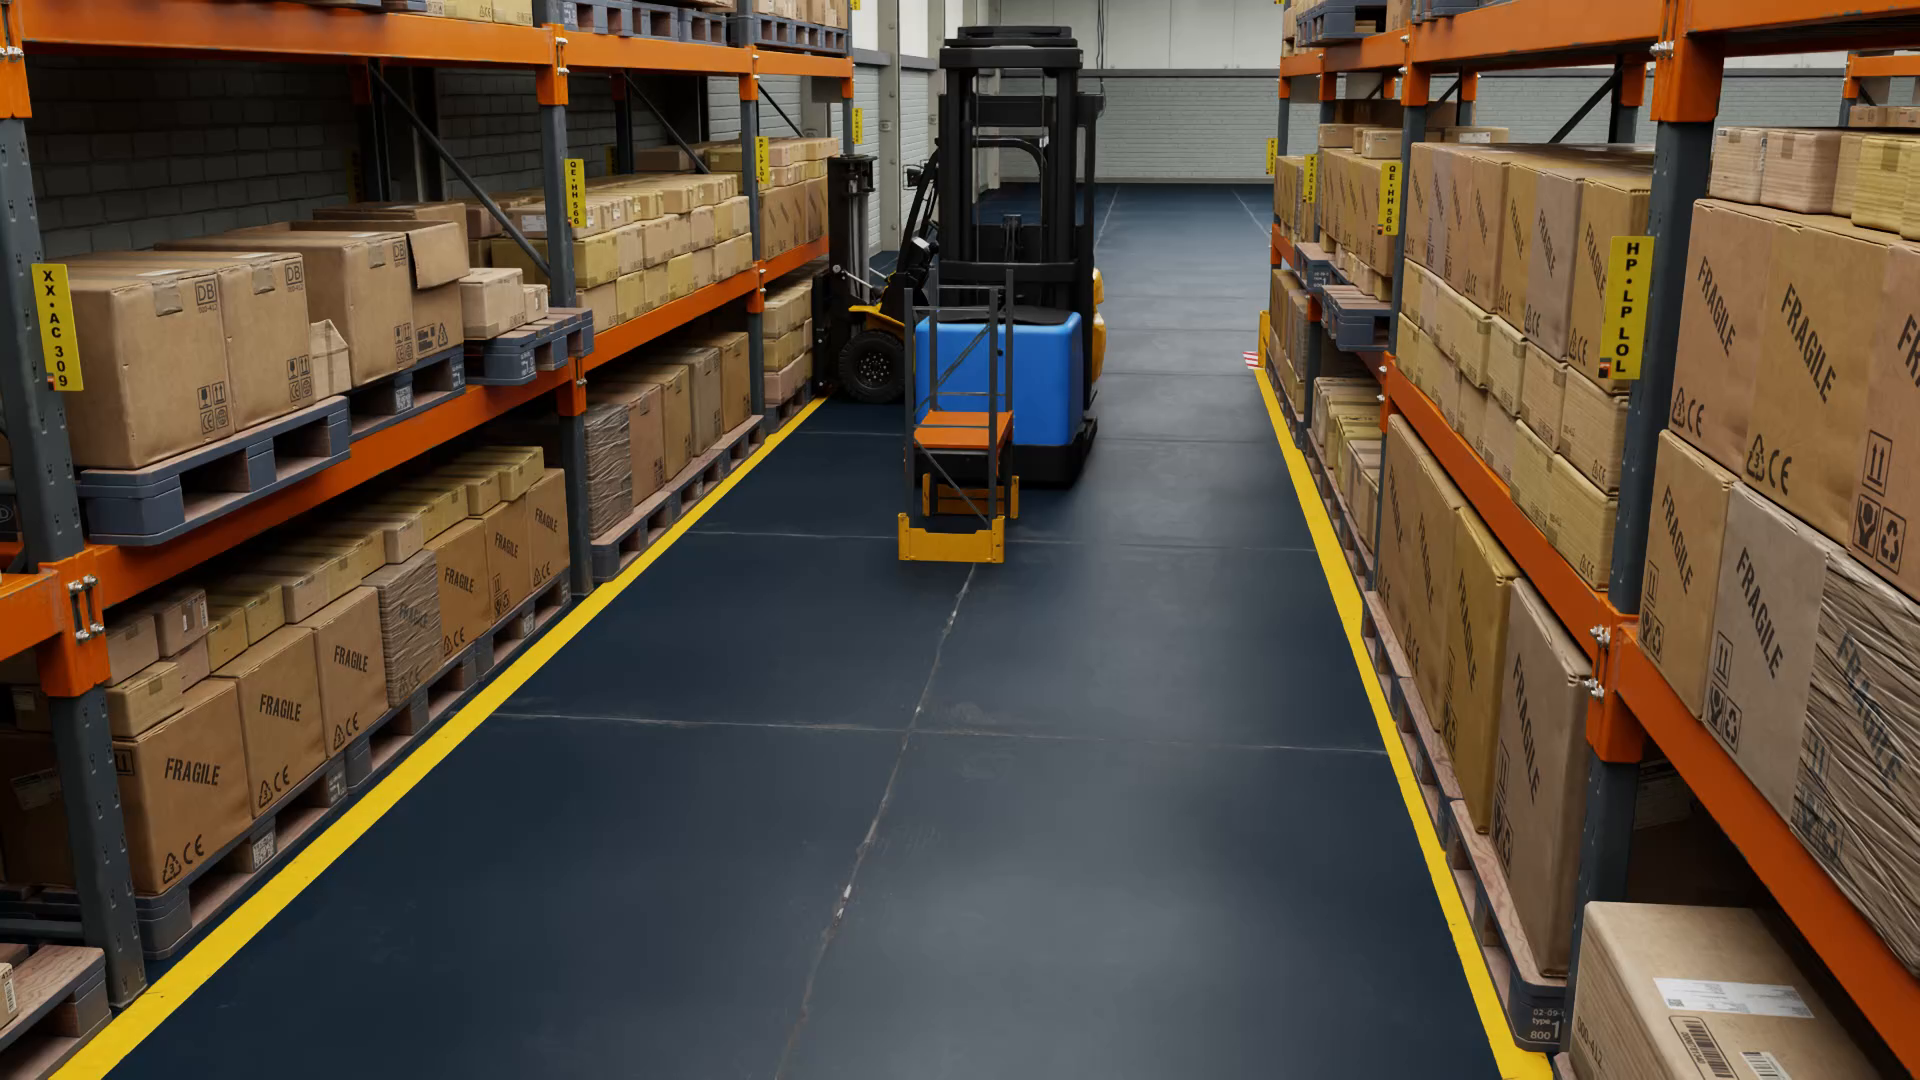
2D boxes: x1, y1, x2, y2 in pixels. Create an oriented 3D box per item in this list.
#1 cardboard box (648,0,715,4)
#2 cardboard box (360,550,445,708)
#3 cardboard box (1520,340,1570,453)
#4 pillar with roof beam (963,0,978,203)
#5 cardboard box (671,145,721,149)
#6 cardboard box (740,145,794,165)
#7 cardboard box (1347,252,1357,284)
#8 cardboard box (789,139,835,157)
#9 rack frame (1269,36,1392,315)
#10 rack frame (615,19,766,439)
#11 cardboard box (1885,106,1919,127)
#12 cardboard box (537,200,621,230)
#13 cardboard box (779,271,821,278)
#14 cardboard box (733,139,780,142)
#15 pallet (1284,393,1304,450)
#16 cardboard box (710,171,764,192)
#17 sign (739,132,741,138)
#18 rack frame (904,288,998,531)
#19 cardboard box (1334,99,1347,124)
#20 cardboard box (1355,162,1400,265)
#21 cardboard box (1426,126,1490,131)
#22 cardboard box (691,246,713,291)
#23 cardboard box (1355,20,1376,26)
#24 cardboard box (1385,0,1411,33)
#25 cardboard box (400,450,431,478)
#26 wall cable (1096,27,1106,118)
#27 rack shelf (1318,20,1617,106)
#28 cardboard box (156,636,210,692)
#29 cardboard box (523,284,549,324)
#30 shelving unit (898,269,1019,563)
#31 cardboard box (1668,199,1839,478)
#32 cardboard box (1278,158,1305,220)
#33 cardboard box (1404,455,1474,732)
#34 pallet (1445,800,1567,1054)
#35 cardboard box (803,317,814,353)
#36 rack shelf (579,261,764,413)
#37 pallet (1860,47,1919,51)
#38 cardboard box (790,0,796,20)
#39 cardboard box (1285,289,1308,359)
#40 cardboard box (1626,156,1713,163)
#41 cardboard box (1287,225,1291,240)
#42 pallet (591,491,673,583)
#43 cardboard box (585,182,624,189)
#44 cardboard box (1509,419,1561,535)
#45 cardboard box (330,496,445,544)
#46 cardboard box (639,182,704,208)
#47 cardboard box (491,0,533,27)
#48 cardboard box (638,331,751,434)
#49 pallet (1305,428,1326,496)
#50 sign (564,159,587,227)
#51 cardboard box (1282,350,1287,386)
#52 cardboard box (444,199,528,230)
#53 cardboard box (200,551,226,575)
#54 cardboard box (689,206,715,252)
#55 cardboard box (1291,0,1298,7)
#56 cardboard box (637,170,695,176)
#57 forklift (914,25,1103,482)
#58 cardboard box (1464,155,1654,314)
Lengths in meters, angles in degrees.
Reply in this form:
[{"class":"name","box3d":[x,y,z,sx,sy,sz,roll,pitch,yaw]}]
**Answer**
[{"class":"cardboard box","box3d":[-1.783,-3.500,10.597,0.380,0.149,0.250,2,15,6]},{"class":"cardboard box","box3d":[-2.409,0.342,6.636,0.500,0.500,0.500,1,15,4]},{"class":"cardboard box","box3d":[1.926,-0.416,4.785,0.500,0.250,0.500,2,15,8]},{"class":"pillar with roof beam","box3d":[4.502,-12.094,37.147,9.100,9.000,0.400,2,15,6]},{"class":"cardboard box","box3d":[-2.123,-3.079,13.299,0.380,0.149,0.250,1,15,5]},{"class":"cardboard box","box3d":[-1.536,-3.064,13.243,0.380,0.149,0.250,1,15,5]},{"class":"cardboard box","box3d":[2.320,-1.482,9.074,0.380,0.149,0.250,2,15,7]},{"class":"cardboard box","box3d":[-1.340,-3.526,14.952,0.380,0.149,0.250,2,15,8]},{"class":"rack frame","box3d":[3.423,-3.109,15.411,1.000,3.000,0.127,2,15,6]},{"class":"rack frame","box3d":[-1.960,-2.216,12.112,1.000,3.000,0.127,2,15,6]},{"class":"cardboard box","box3d":[8.302,-3.342,13.919,0.875,0.550,0.550,2,15,6]},{"class":"cardboard box","box3d":[-2.051,-1.751,8.957,0.380,0.149,0.250,2,15,8]},{"class":"cardboard box","box3d":[-1.350,-2.219,14.671,0.500,0.250,0.500,2,15,7]},{"class":"cardboard box","box3d":[-1.838,-3.542,15.011,0.380,0.149,0.250,2,15,7]},{"class":"pallet","box3d":[3.013,-0.900,12.587,1.003,0.211,1.213,2,15,6]},{"class":"cardboard box","box3d":[-1.663,-2.653,12.291,0.380,0.149,0.250,1,15,5]},{"class":"sign","box3d":[-2.060,-3.728,15.891,0.100,0.325,0.005,2,15,6]},{"class":"rack frame","box3d":[-0.048,-0.614,9.061,0.500,1.500,0.032,2,15,6]},{"class":"cardboard box","box3d":[3.518,-3.513,14.231,0.700,0.500,0.500,2,15,7]},{"class":"cardboard box","box3d":[2.343,-1.689,8.595,0.500,0.500,0.500,1,15,5]},{"class":"cardboard box","box3d":[3.079,-2.473,10.254,0.380,0.149,0.250,1,15,5]},{"class":"cardboard box","box3d":[-1.895,-1.747,10.664,0.500,0.250,0.500,2,15,7]},{"class":"cardboard box","box3d":[2.754,-3.713,11.618,0.500,0.250,0.500,2,15,6]},{"class":"cardboard box","box3d":[2.664,-2.928,8.799,0.797,0.503,0.637,2,15,6]},{"class":"cardboard box","box3d":[-2.780,-0.362,7.996,0.380,0.149,0.250,2,15,9]},{"class":"wall cable","box3d":[2.548,-13.003,46.458,3.097,2.526,0.112,2,15,6]},{"class":"rack shelf","box3d":[2.746,-2.653,9.359,1.077,0.370,4.000,2,15,6]},{"class":"cardboard box","box3d":[-2.604,0.390,5.214,0.380,0.149,0.250,1,15,5]},{"class":"cardboard box","box3d":[-2.105,-1.079,7.581,0.380,0.149,0.250,2,15,7]},{"class":"shelving unit","box3d":[0.009,-0.744,9.539,0.587,1.500,1.083,2,15,6]},{"class":"cardboard box","box3d":[1.775,-0.411,3.328,0.500,0.500,0.500,2,15,7]},{"class":"cardboard box","box3d":[3.039,-3.051,14.438,0.500,0.500,0.500,2,15,8]},{"class":"cardboard box","box3d":[2.255,0.197,6.452,0.875,0.875,0.875,2,15,7]},{"class":"pallet","box3d":[2.081,1.148,5.014,1.003,0.211,1.213,2,15,6]},{"class":"cardboard box","box3d":[-1.476,-1.710,13.745,0.500,0.250,0.500,2,15,6]},{"class":"rack shelf","box3d":[-2.186,-1.350,10.287,1.077,0.370,4.000,2,15,6]},{"class":"pallet","box3d":[8.280,-4.201,13.877,1.003,0.211,1.213,2,15,6]},{"class":"cardboard box","box3d":[-1.491,-4.226,13.061,0.396,0.266,0.258,1,15,5]},{"class":"cardboard box","box3d":[2.884,-1.734,13.355,0.500,0.500,0.500,3,15,9]},{"class":"cardboard box","box3d":[2.546,-1.030,5.617,0.500,0.500,0.500,1,15,5]},{"class":"cardboard box","box3d":[2.984,-2.640,14.161,0.380,0.149,0.250,2,15,8]},{"class":"pallet","box3d":[-2.280,-0.045,9.425,1.003,0.211,1.213,2,15,6]},{"class":"cardboard box","box3d":[-2.386,-2.229,10.726,0.380,0.149,0.250,2,15,6]},{"class":"cardboard box","box3d":[1.928,-0.180,4.867,0.500,0.250,0.500,1,15,5]},{"class":"cardboard box","box3d":[-2.392,-0.082,6.960,0.380,0.149,0.250,1,15,5]},{"class":"cardboard box","box3d":[-1.859,-2.215,10.673,0.380,0.149,0.250,1,15,5]},{"class":"cardboard box","box3d":[-2.228,-2.414,7.385,0.500,0.250,0.500,1,15,4]},{"class":"cardboard box","box3d":[-2.008,-1.137,11.865,0.875,0.625,0.625,2,15,9]},{"class":"pallet","box3d":[2.886,-0.523,11.192,1.003,0.211,1.213,2,15,6]},{"class":"sign","box3d":[-1.871,-1.686,8.084,0.100,0.325,0.005,2,15,6]},{"class":"cardboard box","box3d":[2.884,-1.378,13.474,0.500,0.250,0.500,2,15,7]},{"class":"cardboard box","box3d":[-2.568,-1.767,9.016,0.380,0.149,0.250,2,15,6]},{"class":"cardboard box","box3d":[-3.004,0.108,6.256,0.380,0.149,0.250,2,15,7]},{"class":"cardboard box","box3d":[-1.876,-1.984,10.583,0.500,0.250,0.500,2,15,7]},{"class":"cardboard box","box3d":[2.976,-4.542,13.921,0.380,0.149,0.250,2,15,6]},{"class":"cardboard box","box3d":[-2.179,-2.669,12.351,0.380,0.149,0.250,2,15,6]},{"class":"forklift","box3d":[0.431,-2.128,11.918,1.130,2.935,3.031,2,15,9]},{"class":"cardboard box","box3d":[2.042,-1.050,5.693,0.500,0.500,0.500,2,15,7]}]
